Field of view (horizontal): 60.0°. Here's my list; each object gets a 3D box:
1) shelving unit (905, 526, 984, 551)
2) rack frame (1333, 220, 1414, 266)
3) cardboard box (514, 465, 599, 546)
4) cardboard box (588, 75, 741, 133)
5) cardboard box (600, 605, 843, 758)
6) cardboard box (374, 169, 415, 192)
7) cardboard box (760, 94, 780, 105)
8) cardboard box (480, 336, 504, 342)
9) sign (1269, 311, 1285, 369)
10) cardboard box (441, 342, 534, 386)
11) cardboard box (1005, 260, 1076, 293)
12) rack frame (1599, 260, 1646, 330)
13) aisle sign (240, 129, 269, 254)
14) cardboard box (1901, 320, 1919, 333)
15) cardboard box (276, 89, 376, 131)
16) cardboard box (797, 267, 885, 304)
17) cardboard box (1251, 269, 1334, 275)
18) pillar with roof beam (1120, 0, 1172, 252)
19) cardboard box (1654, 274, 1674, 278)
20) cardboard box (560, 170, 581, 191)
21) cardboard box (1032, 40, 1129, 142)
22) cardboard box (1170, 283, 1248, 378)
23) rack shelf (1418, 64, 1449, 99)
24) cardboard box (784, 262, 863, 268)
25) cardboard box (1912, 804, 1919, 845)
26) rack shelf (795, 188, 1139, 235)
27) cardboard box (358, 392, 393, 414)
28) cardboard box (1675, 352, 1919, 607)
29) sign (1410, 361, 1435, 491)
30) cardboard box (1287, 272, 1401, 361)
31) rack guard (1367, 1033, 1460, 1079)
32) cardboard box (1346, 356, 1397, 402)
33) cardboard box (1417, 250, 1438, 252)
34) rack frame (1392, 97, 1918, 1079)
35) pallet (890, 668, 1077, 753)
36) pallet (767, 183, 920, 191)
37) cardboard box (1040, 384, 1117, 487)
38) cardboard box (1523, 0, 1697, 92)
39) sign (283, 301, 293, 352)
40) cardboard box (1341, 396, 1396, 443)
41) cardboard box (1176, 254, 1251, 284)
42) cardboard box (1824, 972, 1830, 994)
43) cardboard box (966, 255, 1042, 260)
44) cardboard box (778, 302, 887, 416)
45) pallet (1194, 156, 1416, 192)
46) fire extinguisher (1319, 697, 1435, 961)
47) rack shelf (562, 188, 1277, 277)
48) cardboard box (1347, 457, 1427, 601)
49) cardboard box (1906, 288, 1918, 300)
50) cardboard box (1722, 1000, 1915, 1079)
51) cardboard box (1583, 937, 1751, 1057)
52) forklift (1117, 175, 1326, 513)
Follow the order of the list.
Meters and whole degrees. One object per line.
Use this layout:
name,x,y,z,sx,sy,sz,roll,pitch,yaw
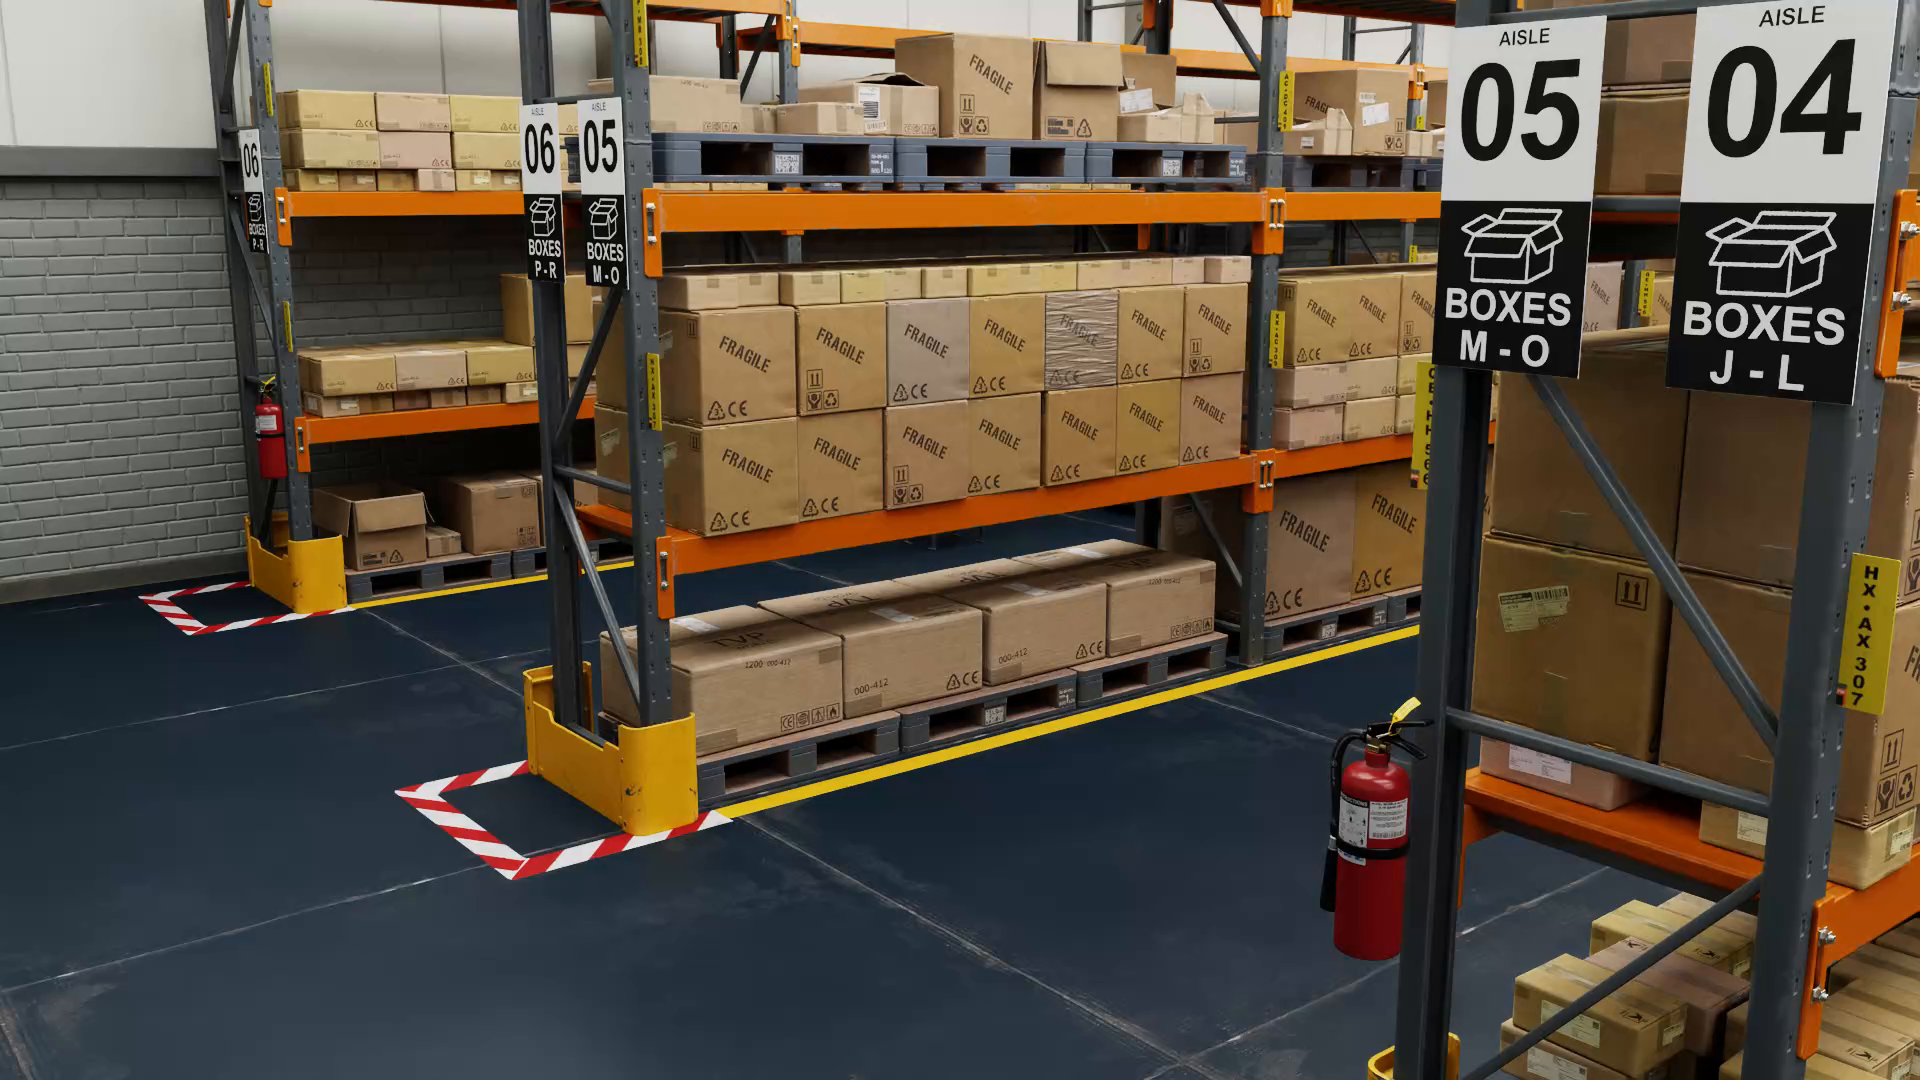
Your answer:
shelving unit,-0.129,-1.006,13.310,0.503,2.100,0.431,-9,15,-38
rack frame,4.616,-2.623,18.760,0.127,3.000,1.000,-9,15,-38
cardboard box,-3.050,-0.269,12.683,0.500,0.500,0.500,-9,15,-37
cardboard box,-1.355,-1.982,7.631,0.500,0.250,0.500,-11,16,-43
cardboard box,-1.198,0.685,8.340,0.875,0.438,0.875,-10,16,-40
cardboard box,-3.961,-2.483,11.482,0.250,0.149,0.380,-9,15,-37
cardboard box,-1.435,-3.583,13.697,0.258,0.266,0.396,-10,15,-38
cardboard box,-3.359,-1.439,12.828,0.500,0.250,0.500,-9,15,-38
sign,1.821,-1.153,9.561,0.005,0.325,0.100,-9,15,-38
cardboard box,-3.444,-1.285,12.103,0.500,0.250,0.500,-10,15,-39
cardboard box,0.394,-1.388,8.736,0.250,0.149,0.380,-10,15,-39
rack frame,4.596,-1.299,12.526,0.127,3.000,1.000,-9,15,-38
aisle sign,-4.624,-2.281,10.891,0.004,0.787,0.394,-9,15,-38
cardboard box,2.519,-0.389,4.877,0.500,0.500,0.500,-8,15,-35
cardboard box,-4.251,-2.867,11.127,0.500,0.250,0.500,-10,15,-38
cardboard box,-0.571,-1.215,7.922,0.250,0.149,0.380,-10,16,-39
cardboard box,2.064,-1.485,10.754,0.500,0.500,0.500,-9,15,-37
pillar with roof beam,4.637,-4.656,13.889,0.400,9.000,9.100,-9,15,-38
cardboard box,5.495,-1.789,12.863,0.500,0.500,0.500,-8,15,-35
cardboard box,-2.911,-2.630,12.177,0.250,0.149,0.380,-9,15,-37
cardboard box,0.440,-2.372,8.857,0.637,0.503,0.797,-8,14,-33
cardboard box,1.277,-1.212,9.468,0.500,0.500,0.500,-10,15,-38
rack shelf,6.178,-5.269,19.475,4.000,0.370,1.077,-9,15,-38
cardboard box,-0.692,-1.328,8.452,0.250,0.149,0.380,-10,15,-38
cardboard box,2.151,0.623,4.079,0.250,0.149,0.380,-9,15,-36
rack shelf,-0.069,-2.960,14.856,4.000,0.370,1.077,-9,15,-38
cardboard box,-4.156,-0.982,11.635,0.250,0.149,0.380,-9,15,-36
cardboard box,2.037,-0.170,3.845,0.500,0.500,0.500,-10,15,-38
sign,1.190,-0.285,4.201,0.005,0.325,0.100,-9,15,-38
cardboard box,2.376,-1.399,10.349,0.500,0.500,0.500,-10,15,-38
rack guard,1.580,1.741,4.224,0.348,0.500,1.175,-9,15,-38
cardboard box,2.382,-1.035,10.439,0.500,0.250,0.500,-9,15,-37
cardboard box,5.468,-3.360,19.714,0.250,0.149,0.380,-10,15,-39
rack frame,1.521,0.529,3.918,0.127,3.000,1.000,-9,15,-38
pallet,-0.123,0.829,9.217,1.213,0.211,1.003,-9,15,-38
pallet,-1.078,-3.033,13.924,1.003,0.211,1.213,-9,15,-38
cardboard box,0.489,-0.592,8.956,0.500,0.500,0.500,-10,15,-38
cardboard box,1.722,-1.211,4.046,0.500,0.250,0.500,-10,16,-39
sign,-4.415,-1.401,10.922,0.005,0.325,0.100,-9,15,-38
cardboard box,2.385,-0.789,10.482,0.500,0.250,0.500,-10,16,-39
cardboard box,1.431,-1.544,9.469,0.250,0.149,0.380,-10,15,-39
cardboard box,2.434,1.371,5.085,0.250,0.149,0.380,-10,15,-38
cardboard box,0.243,-1.509,9.303,0.250,0.149,0.380,-10,16,-39
cardboard box,-0.699,-0.884,7.920,0.500,0.500,0.500,-10,16,-39
pallet,2.158,-2.281,10.388,1.217,0.209,0.805,-10,16,-40
fire extinguisher,1.036,0.707,4.164,0.183,0.674,0.296,-9,15,-38
rack shelf,-0.089,-1.636,8.623,4.000,0.370,1.077,-9,15,-38
cardboard box,2.608,-0.158,11.257,0.875,0.875,0.875,-9,15,-36
cardboard box,8.238,-2.025,14.985,0.500,0.500,0.500,-9,15,-38
cardboard box,2.282,1.358,4.430,0.250,0.149,0.380,-9,15,-37
cardboard box,2.008,1.294,4.736,0.250,0.149,0.380,-9,15,-37
forklift,2.623,-1.860,15.334,3.031,2.935,1.130,-12,17,-44
